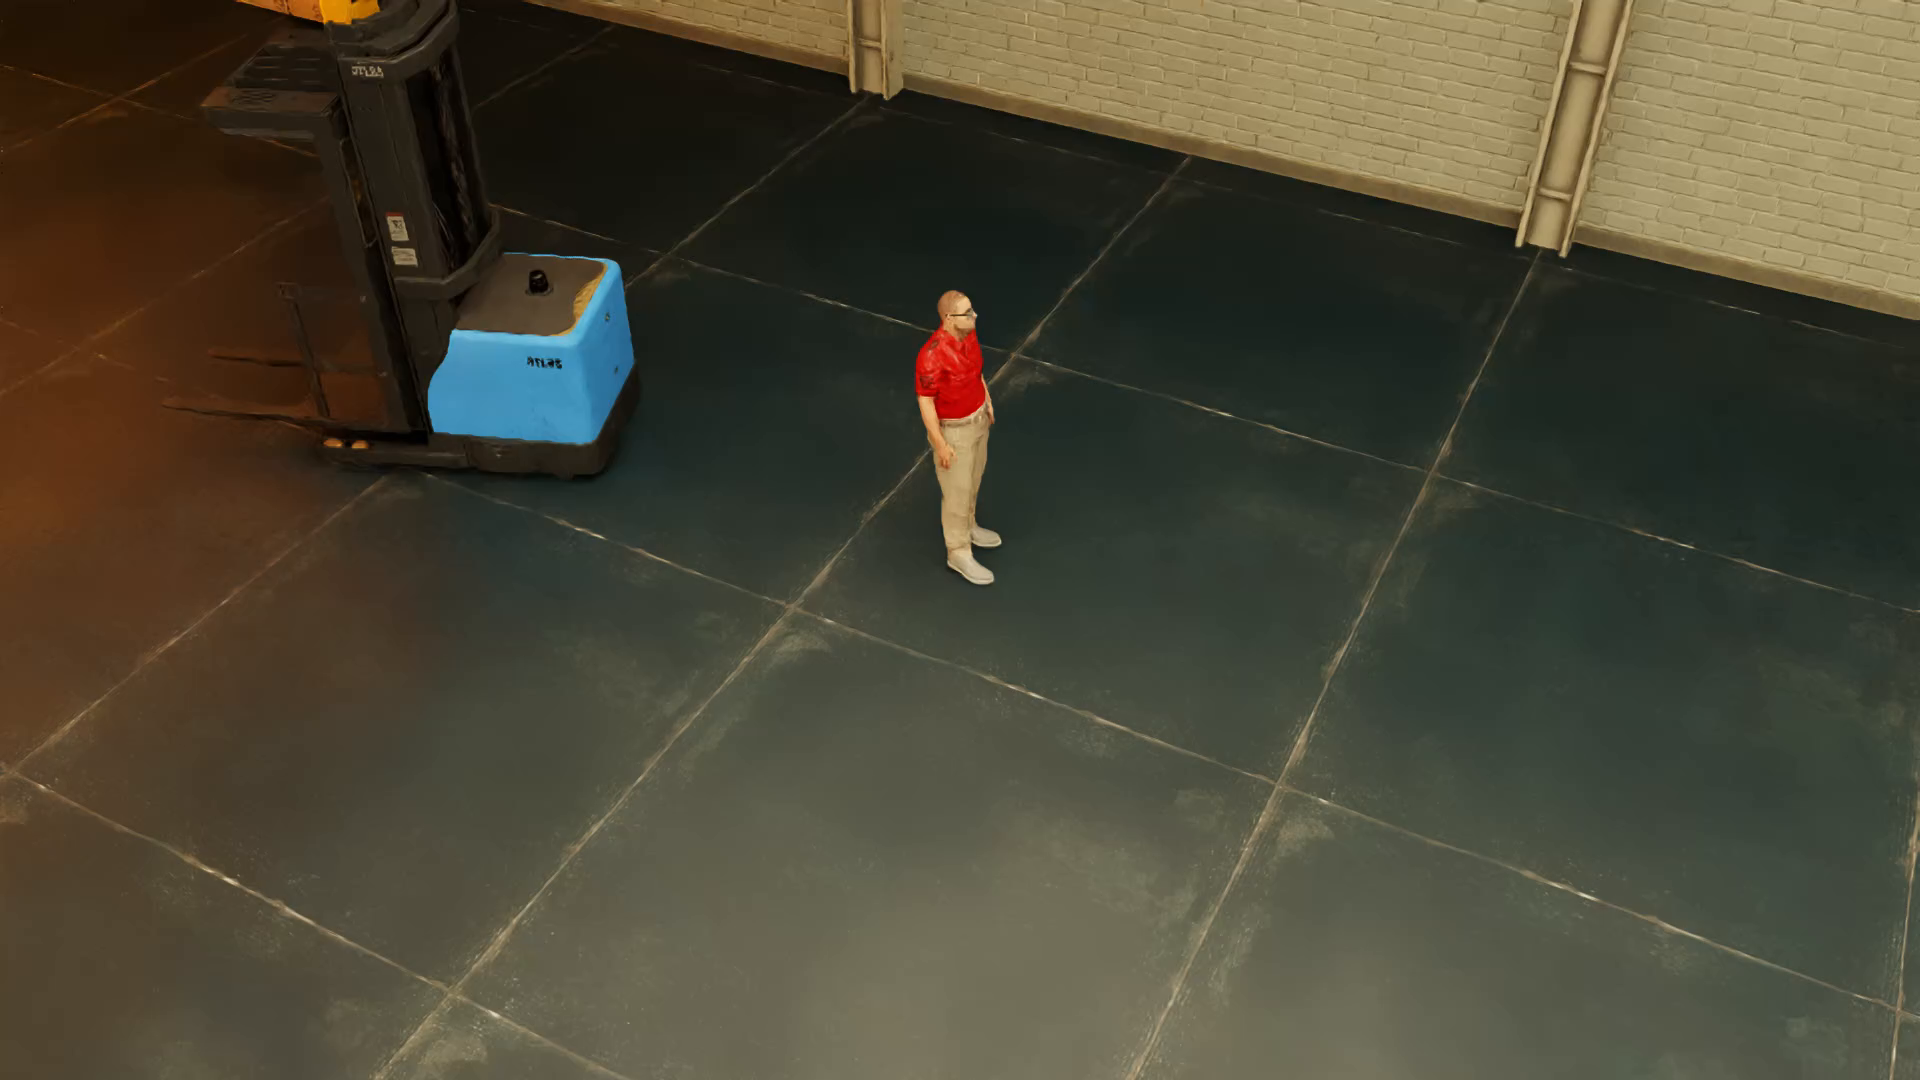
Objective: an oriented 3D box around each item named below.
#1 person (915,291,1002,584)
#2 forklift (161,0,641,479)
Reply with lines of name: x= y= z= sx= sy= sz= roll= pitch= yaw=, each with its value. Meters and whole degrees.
person: x=0.075 y=-0.607 z=9.682 sx=0.550 sy=1.659 sz=0.640 roll=18 pitch=43 yaw=21
forklift: x=-3.736 y=-1.933 z=10.282 sx=3.031 sy=2.935 sz=1.130 roll=5 pitch=40 yaw=6
